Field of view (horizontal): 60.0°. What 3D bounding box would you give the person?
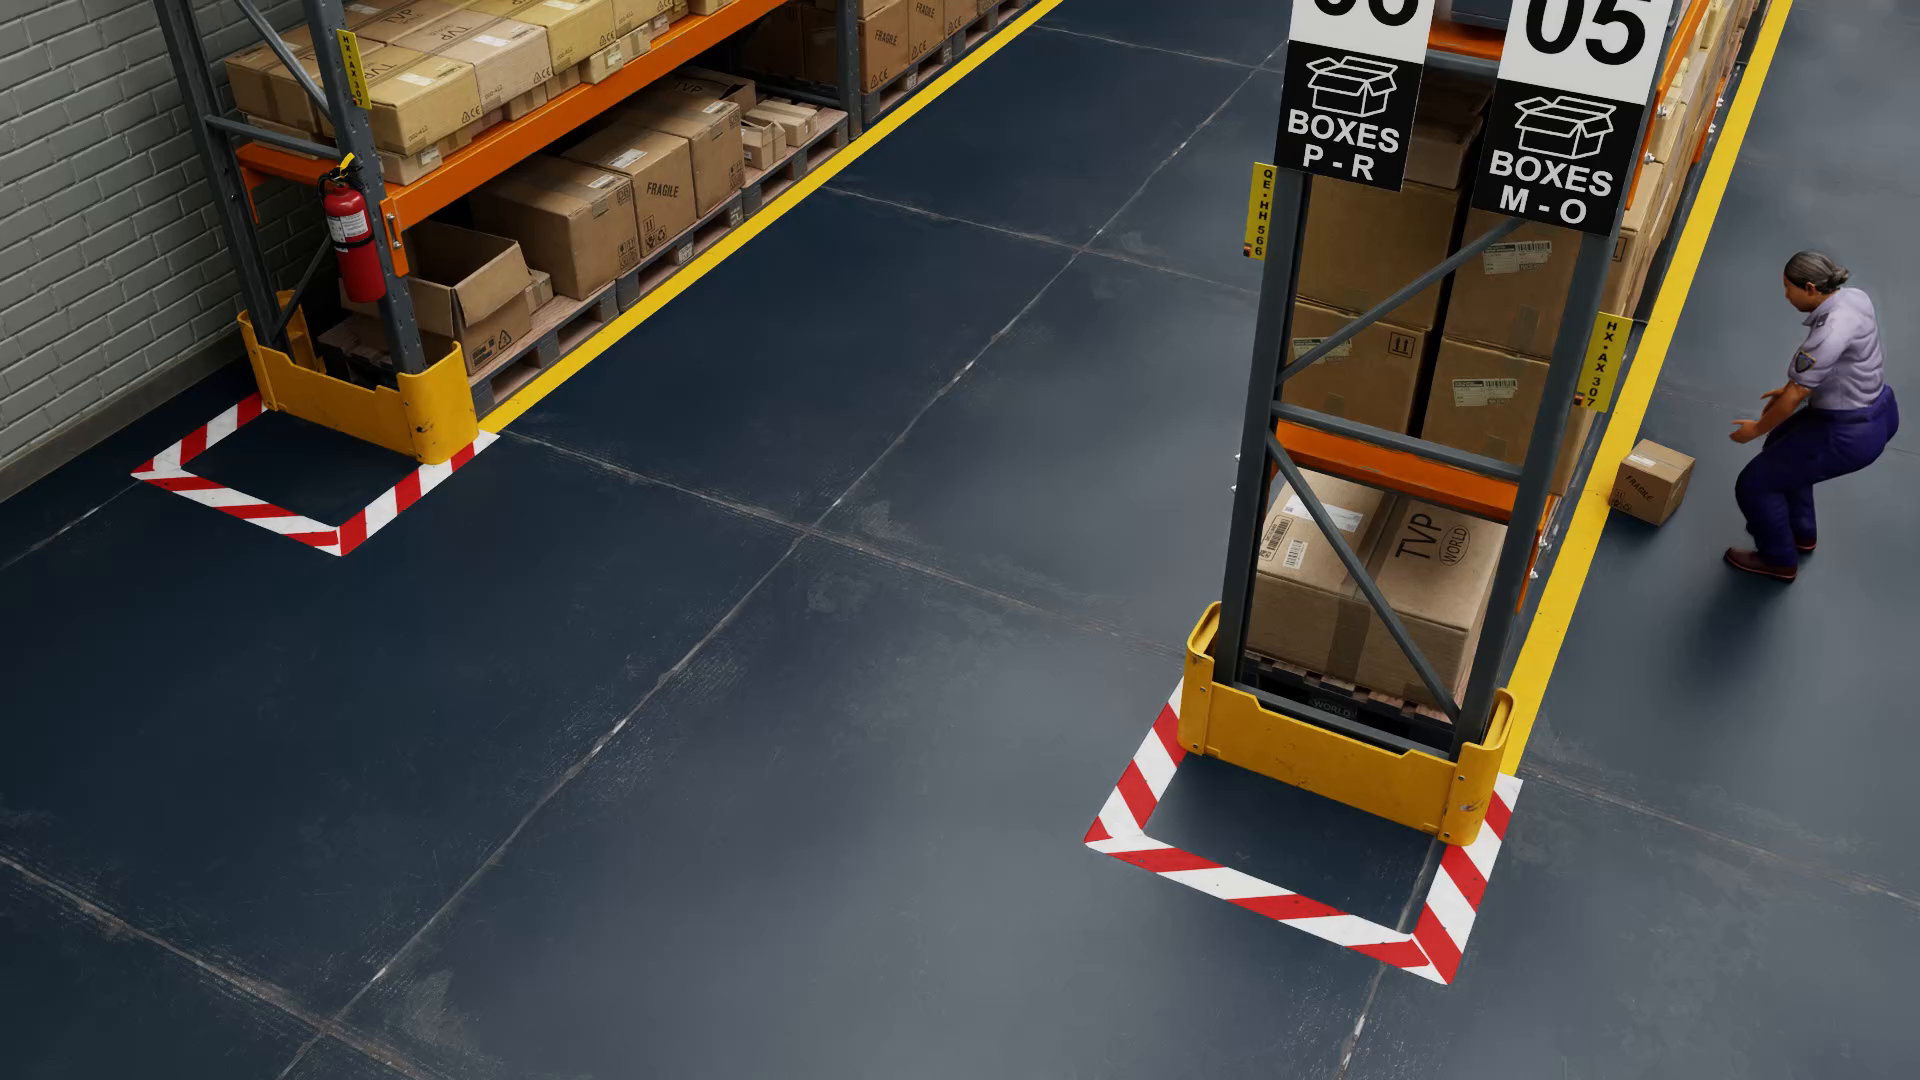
[{"bbox_3d":[3.573,-0.498,6.971,0.595,1.446,0.530,27,46,30],"label":"person"}]
